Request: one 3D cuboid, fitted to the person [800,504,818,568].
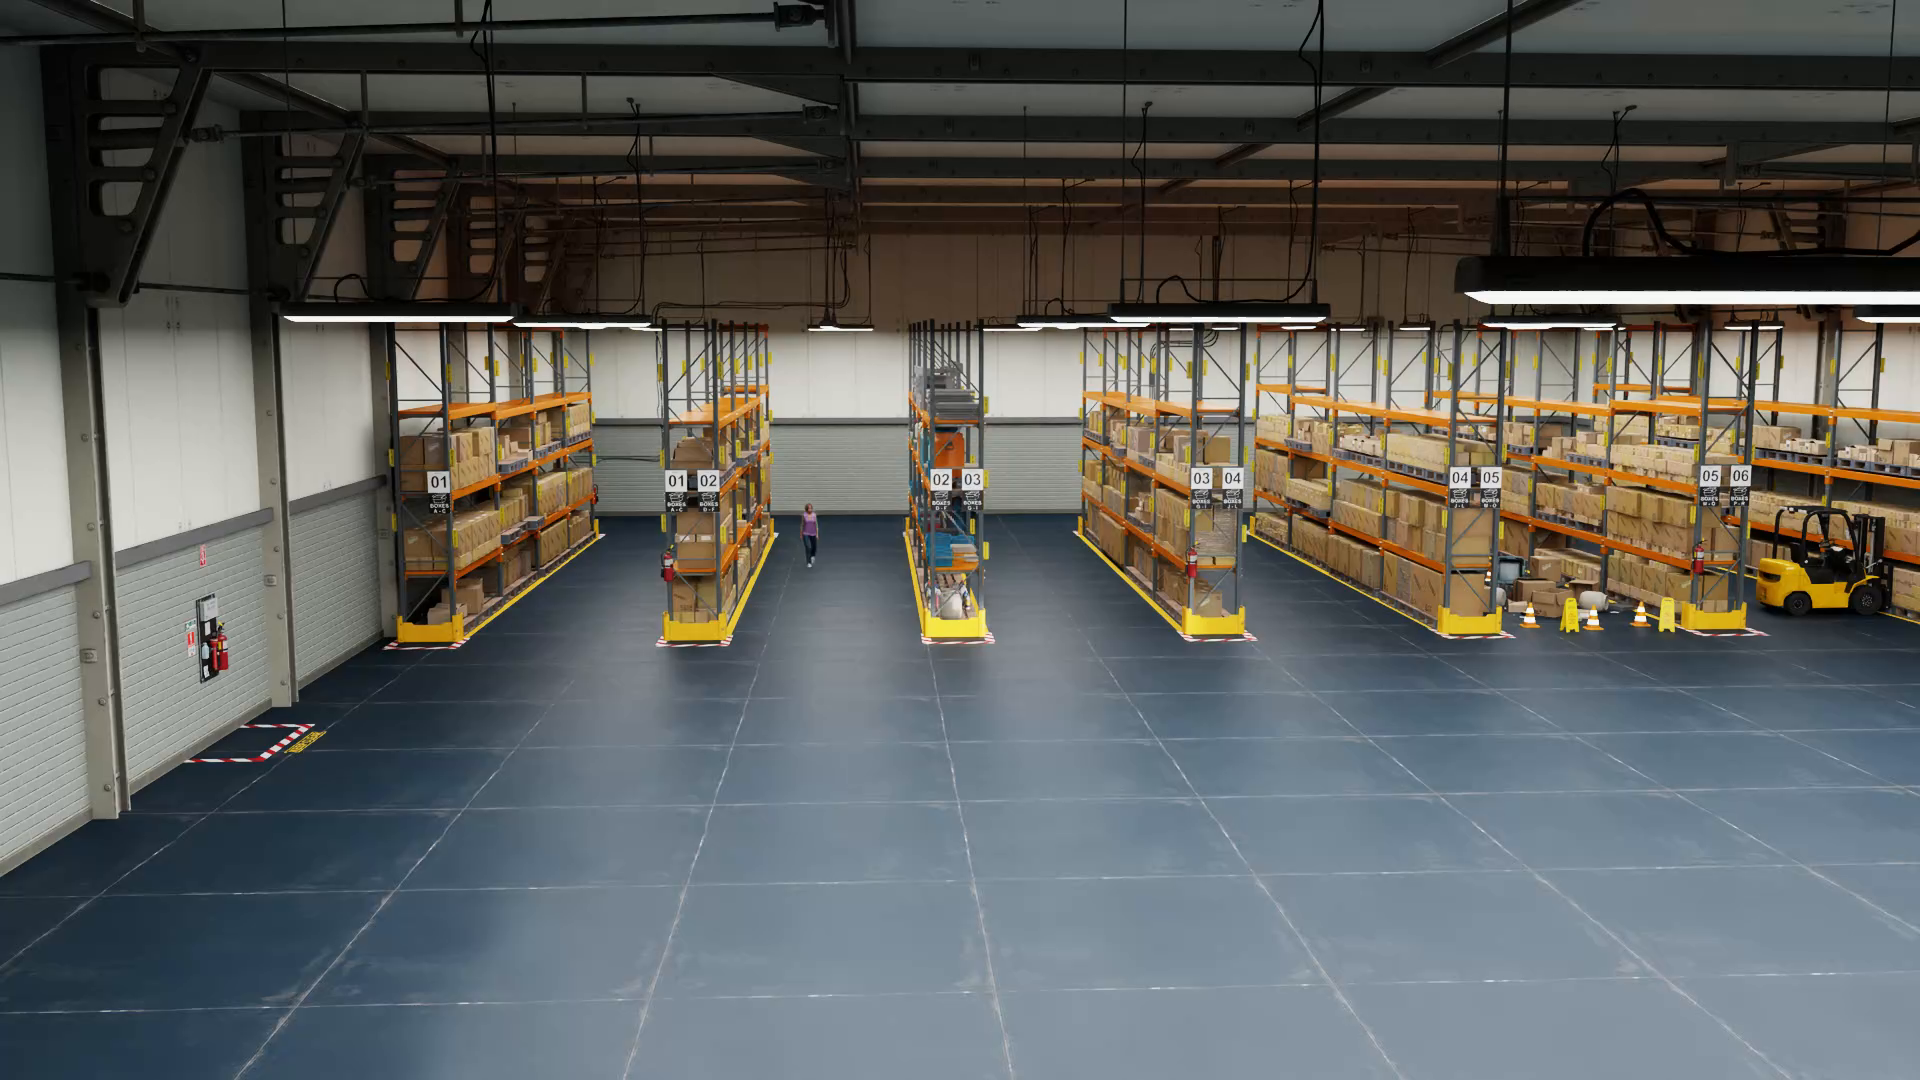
[{"bbox_3d":[-3.730,-0.130,41.012,0.462,1.565,0.693,-2,7,-13],"label":"person"}]

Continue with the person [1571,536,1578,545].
[{"bbox_3d":[16.767,-0.706,45.492,0.356,1.663,0.506,1,7,7],"label":"person"}]
